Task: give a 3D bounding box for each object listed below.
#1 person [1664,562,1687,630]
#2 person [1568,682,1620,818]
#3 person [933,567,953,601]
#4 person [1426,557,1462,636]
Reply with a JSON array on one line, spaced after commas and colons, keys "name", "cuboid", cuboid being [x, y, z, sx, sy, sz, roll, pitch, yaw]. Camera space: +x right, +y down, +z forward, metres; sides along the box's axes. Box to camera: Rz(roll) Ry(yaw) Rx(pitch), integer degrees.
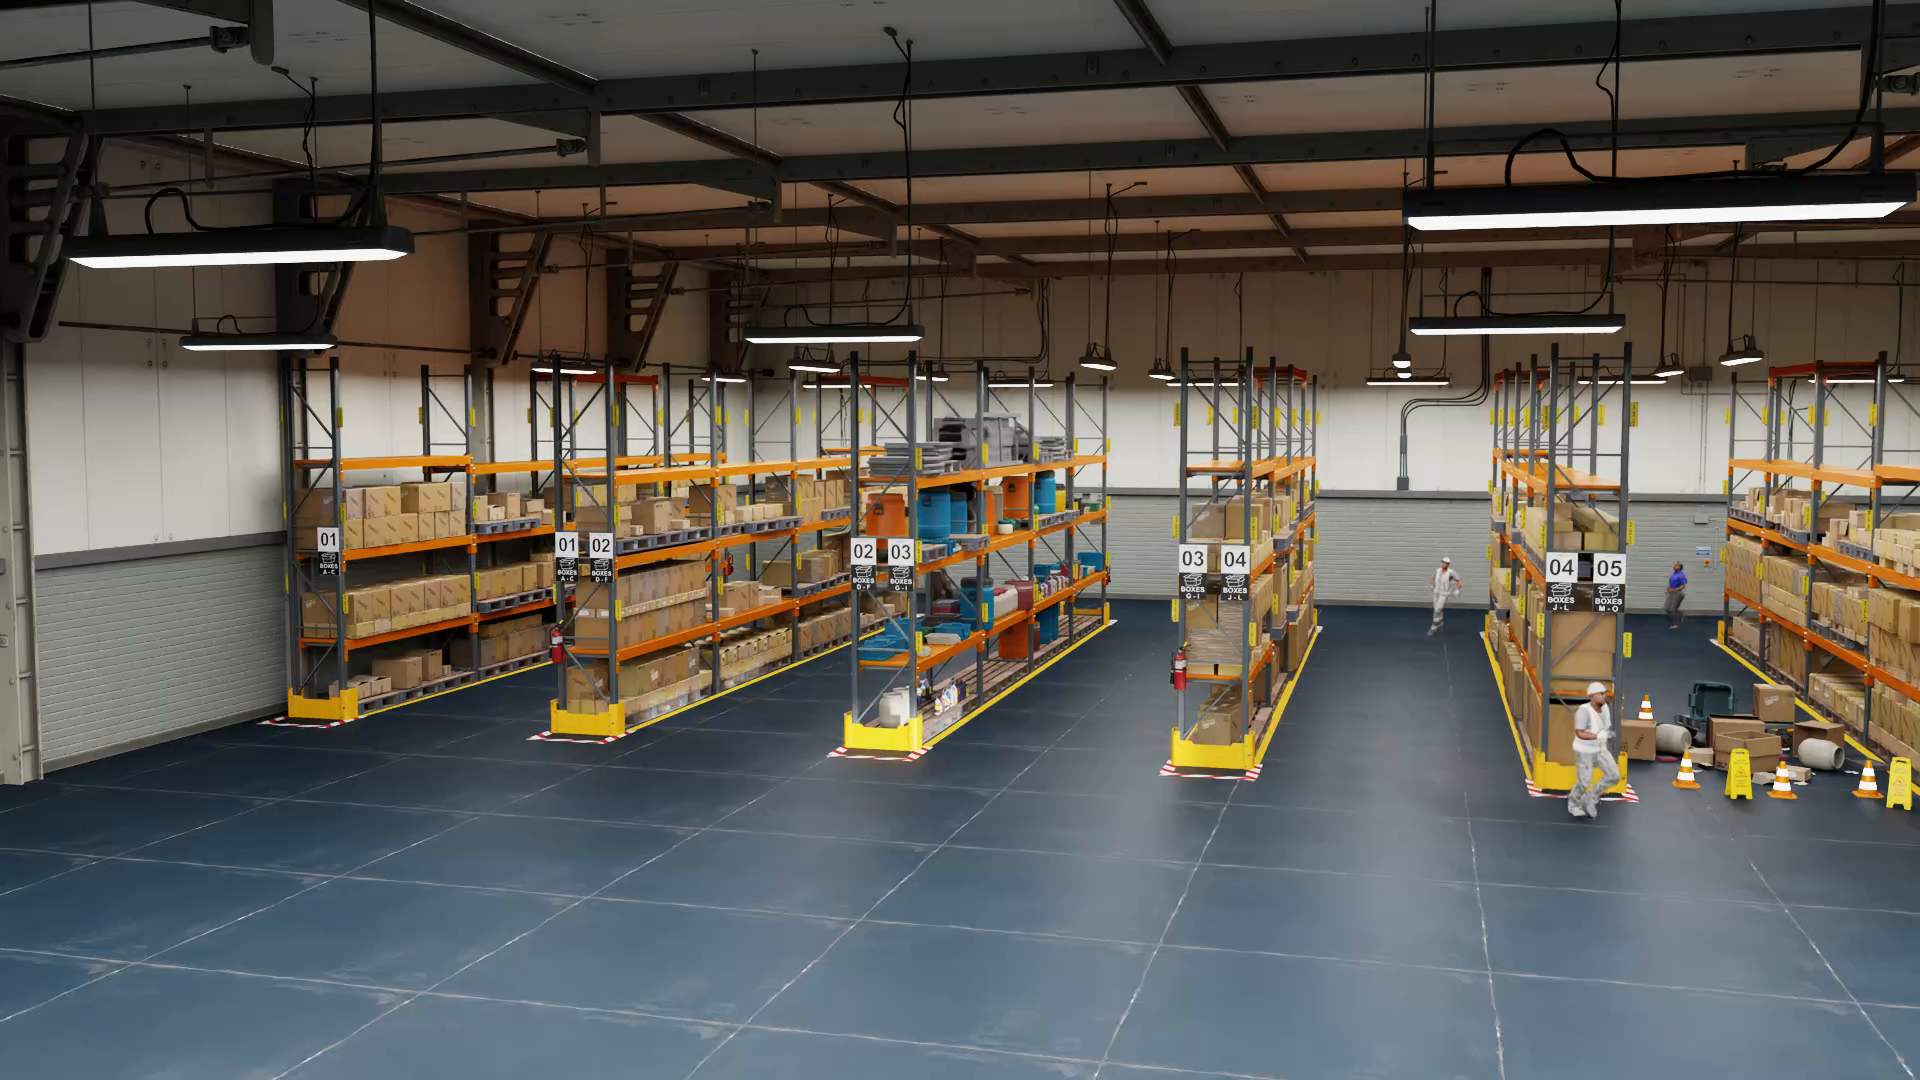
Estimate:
[{"name": "person", "cuboid": [16.973, 1.318, 39.414, 0.558, 1.600, 0.574, -1, 4, -8]}, {"name": "person", "cuboid": [7.842, 2.605, 20.537, 0.724, 1.722, 0.778, -2, 5, -29]}, {"name": "person", "cuboid": [-0.552, 1.023, 42.154, 0.680, 1.782, 0.888, -4, 6, -43]}, {"name": "person", "cuboid": [11.146, 1.289, 38.369, 0.807, 1.810, 0.728, -4, 5, -40]}]
